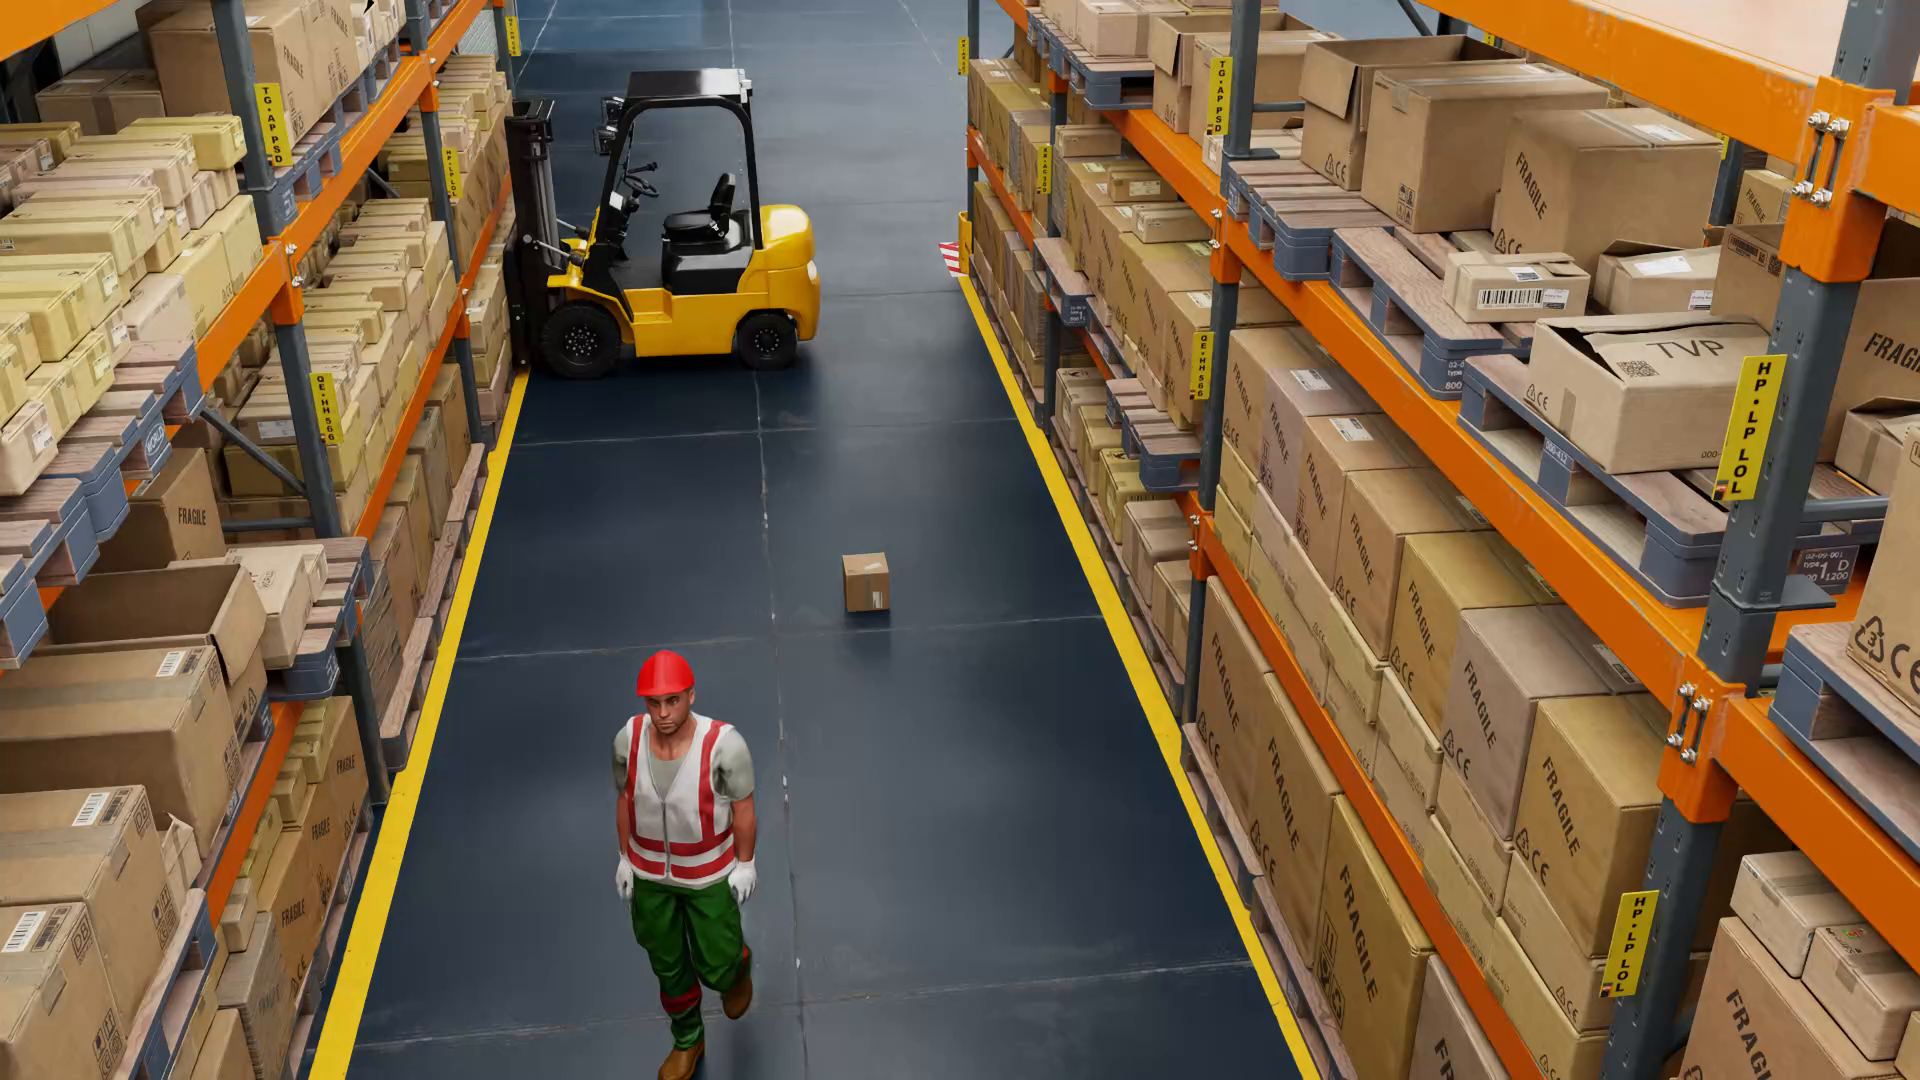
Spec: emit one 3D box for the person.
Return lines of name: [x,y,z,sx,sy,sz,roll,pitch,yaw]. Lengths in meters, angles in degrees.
person: [-1.013,1.197,6.182,0.541,1.781,0.580,5,27,9]
